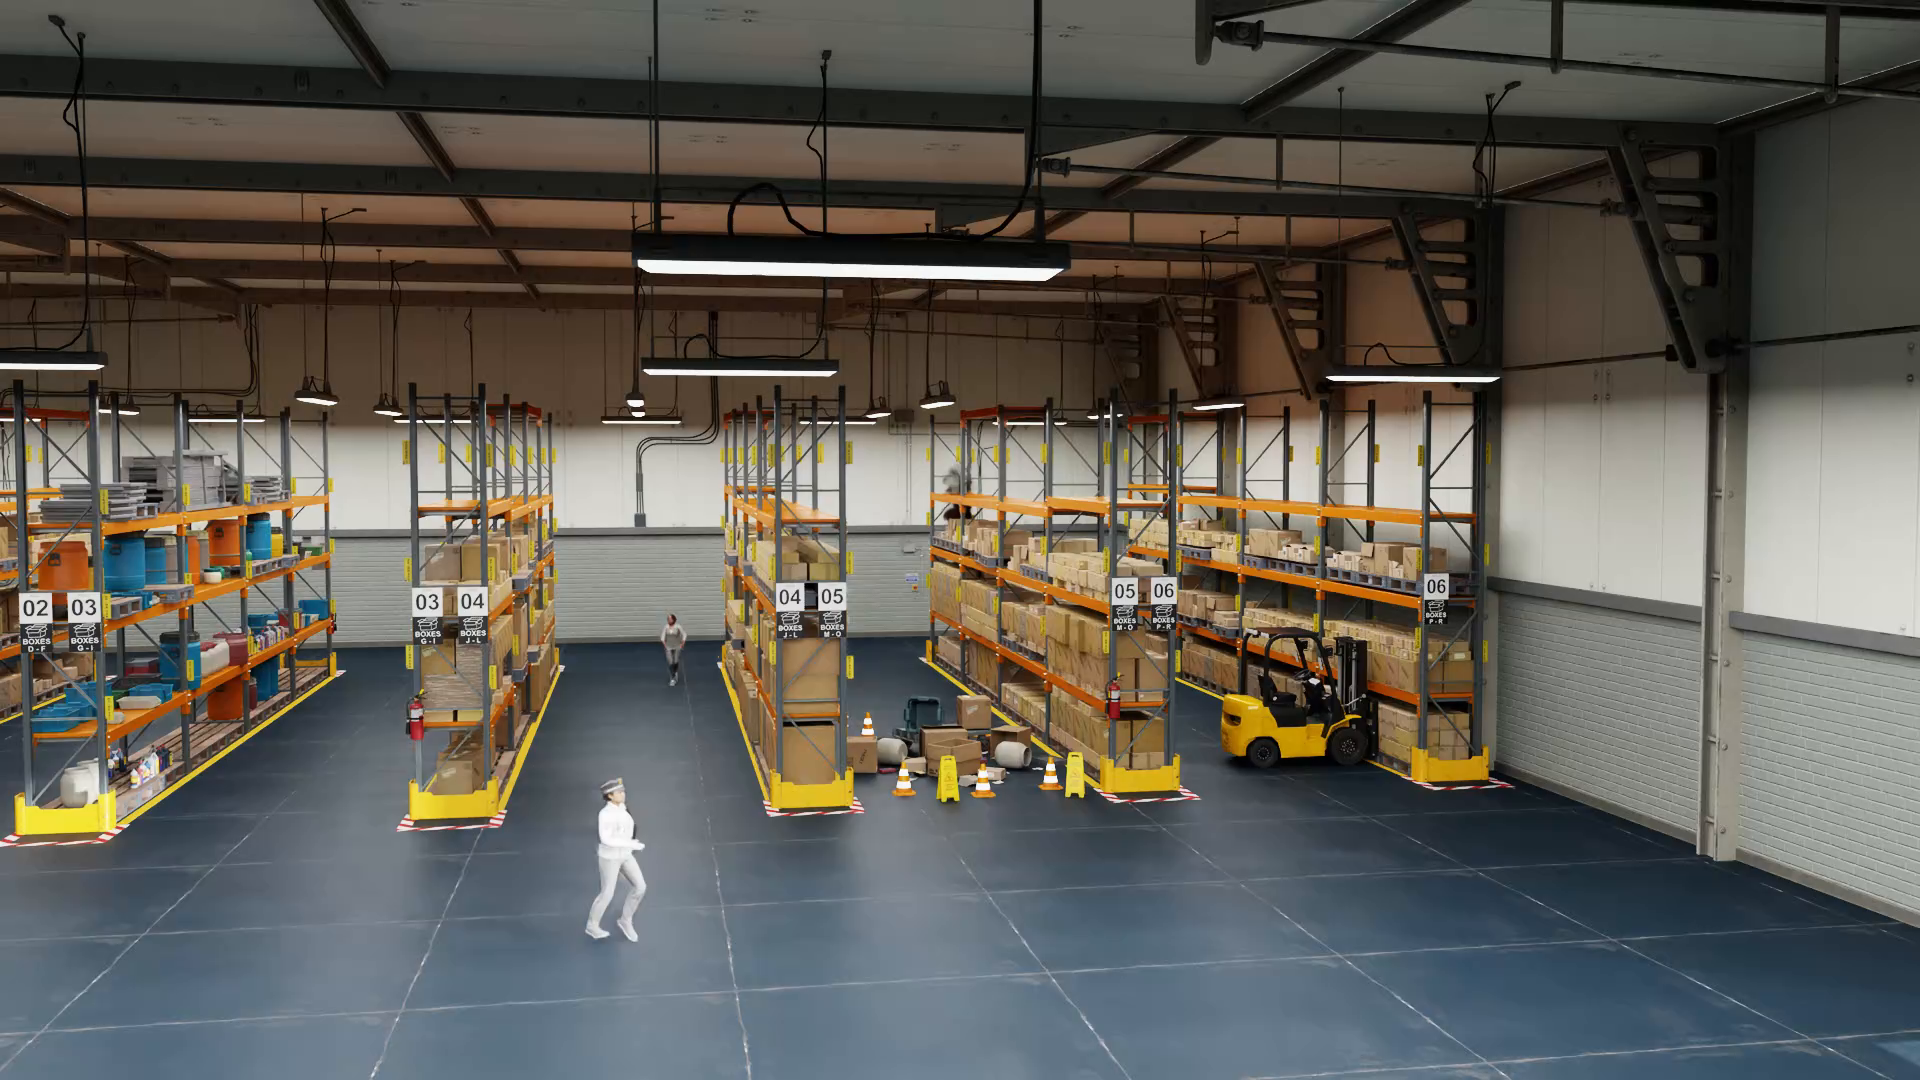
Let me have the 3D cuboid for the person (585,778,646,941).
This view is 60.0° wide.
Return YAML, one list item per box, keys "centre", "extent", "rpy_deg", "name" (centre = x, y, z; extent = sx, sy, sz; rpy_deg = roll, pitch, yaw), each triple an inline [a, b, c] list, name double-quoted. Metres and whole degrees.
- centre: [-3.521, 3.292, 17.114]
  extent: [0.706, 1.722, 0.618]
  rpy_deg: [1, 3, 21]
  name: "person"

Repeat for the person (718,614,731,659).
- centre: [-5.564, 2.142, 40.766]
  extent: [0.770, 1.663, 0.664]
  rpy_deg: [0, 3, -5]
  name: "person"

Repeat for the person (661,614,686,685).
- centre: [-6.258, 2.499, 36.242]
  extent: [0.550, 1.348, 0.478]
  rpy_deg: [0, 3, 0]
  name: "person"
